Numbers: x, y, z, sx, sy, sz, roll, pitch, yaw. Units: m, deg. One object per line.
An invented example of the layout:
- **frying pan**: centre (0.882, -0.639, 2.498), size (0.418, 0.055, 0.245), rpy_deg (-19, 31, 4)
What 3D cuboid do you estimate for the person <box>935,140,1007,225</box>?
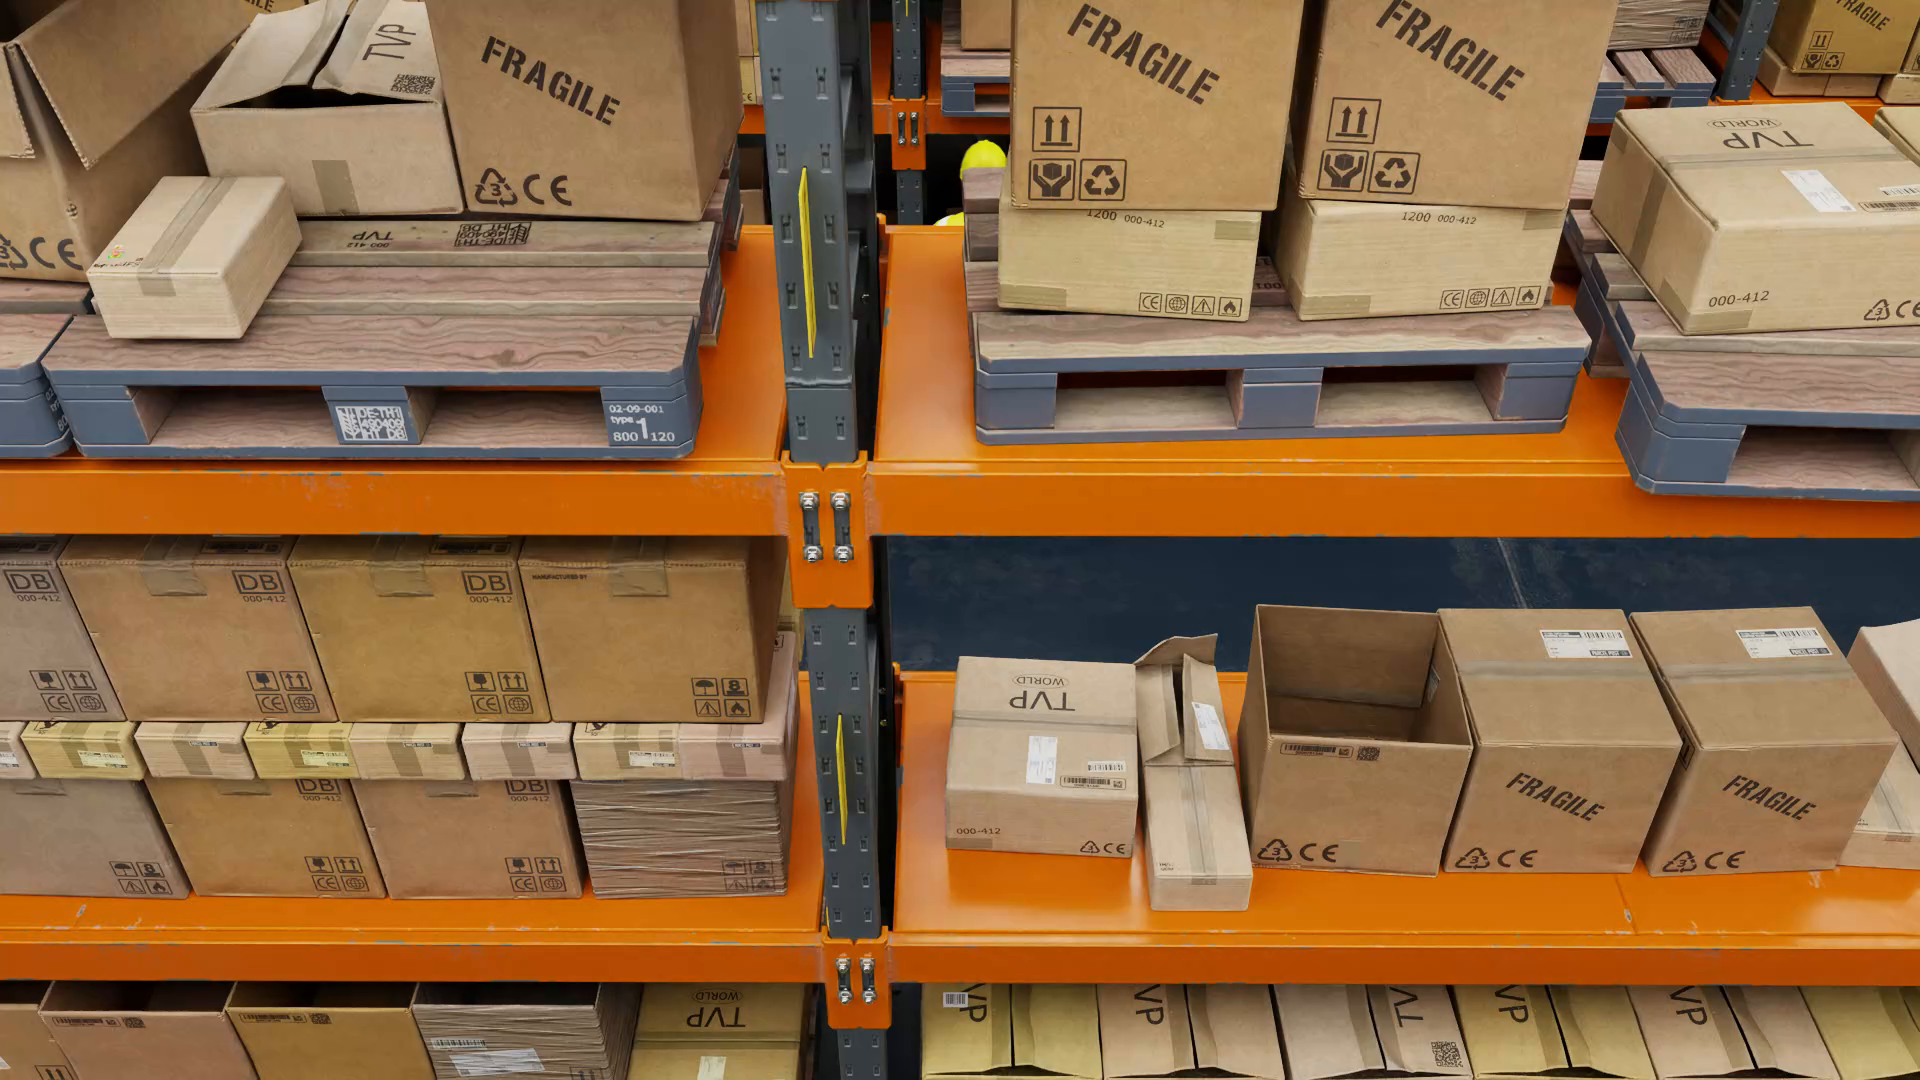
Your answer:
- **person**: centre (0.126, -0.881, 7.214), size (0.627, 1.761, 0.461), rpy_deg (0, 39, 0)
